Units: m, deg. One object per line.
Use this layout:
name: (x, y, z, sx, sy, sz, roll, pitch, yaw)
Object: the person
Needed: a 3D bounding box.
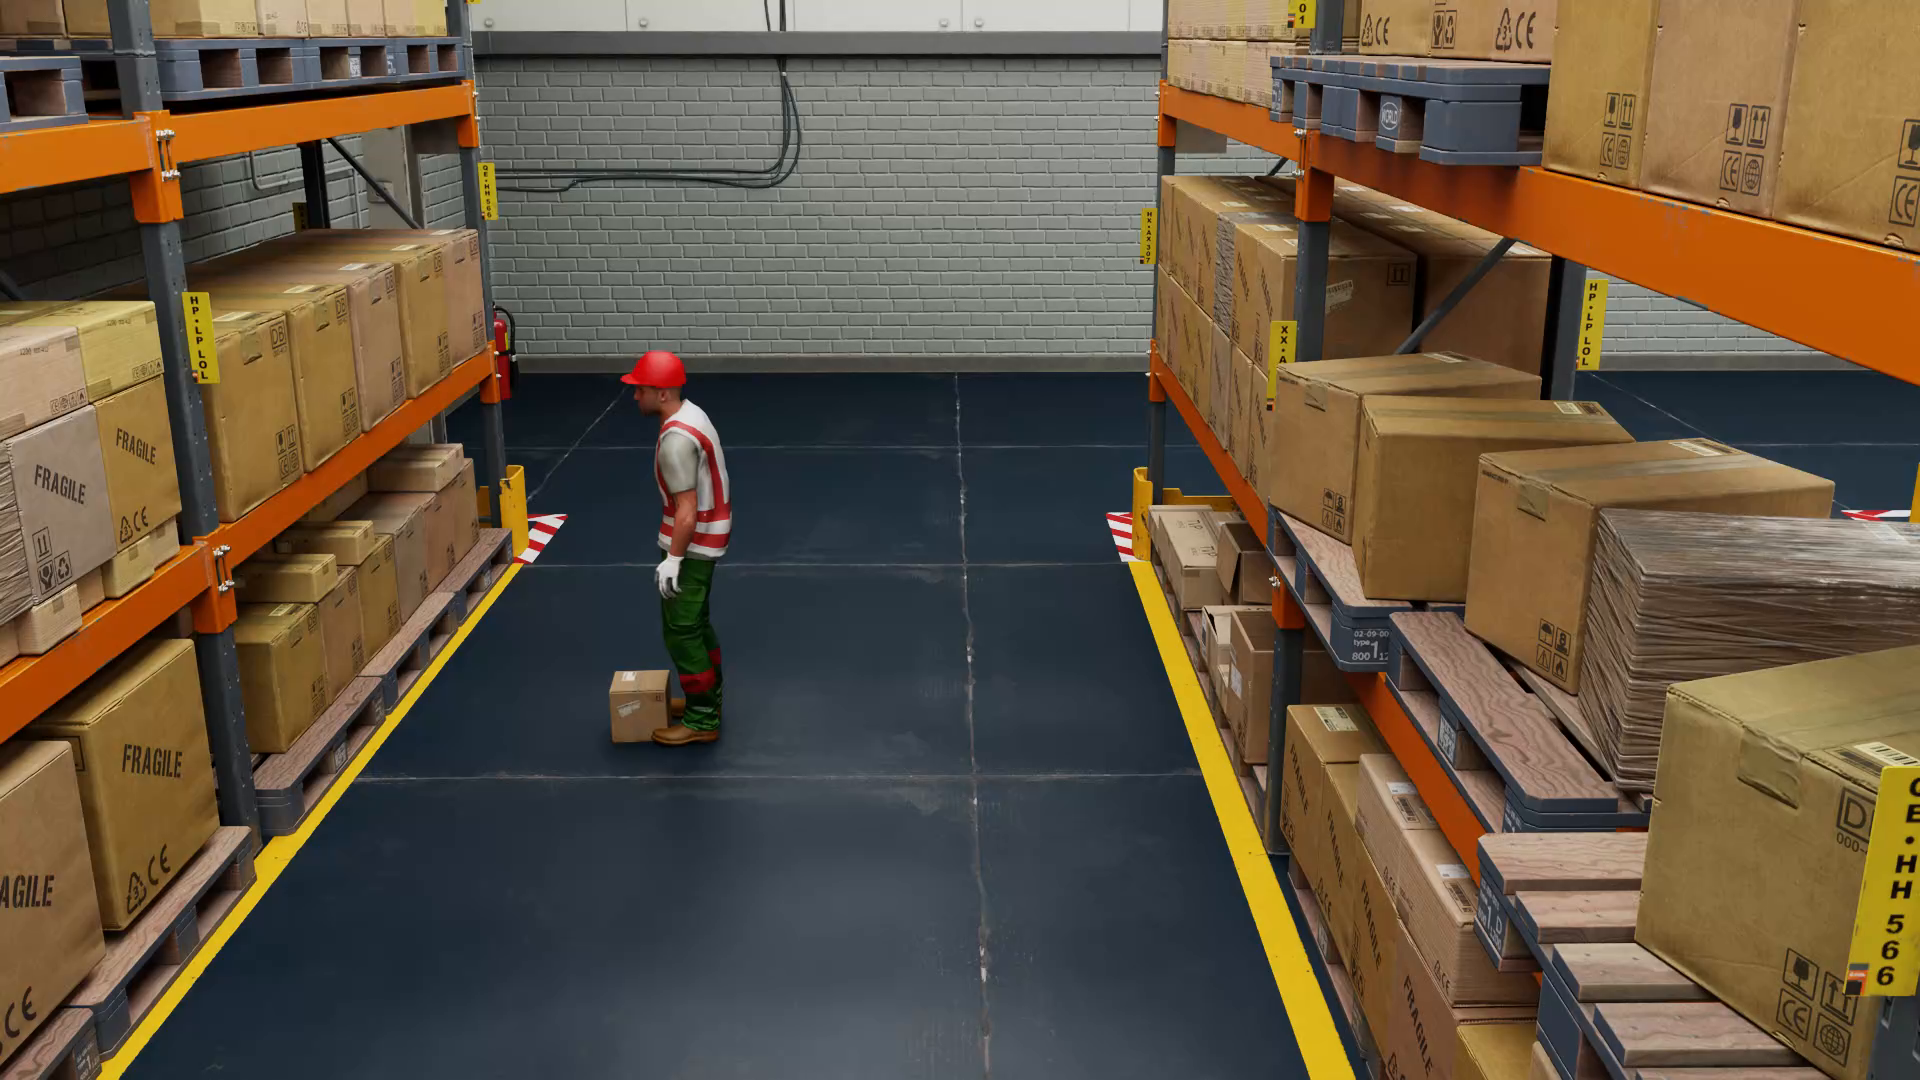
person: (-1.237, 0.034, 7.405, 0.448, 1.780, 0.623, -1, 17, -3)
